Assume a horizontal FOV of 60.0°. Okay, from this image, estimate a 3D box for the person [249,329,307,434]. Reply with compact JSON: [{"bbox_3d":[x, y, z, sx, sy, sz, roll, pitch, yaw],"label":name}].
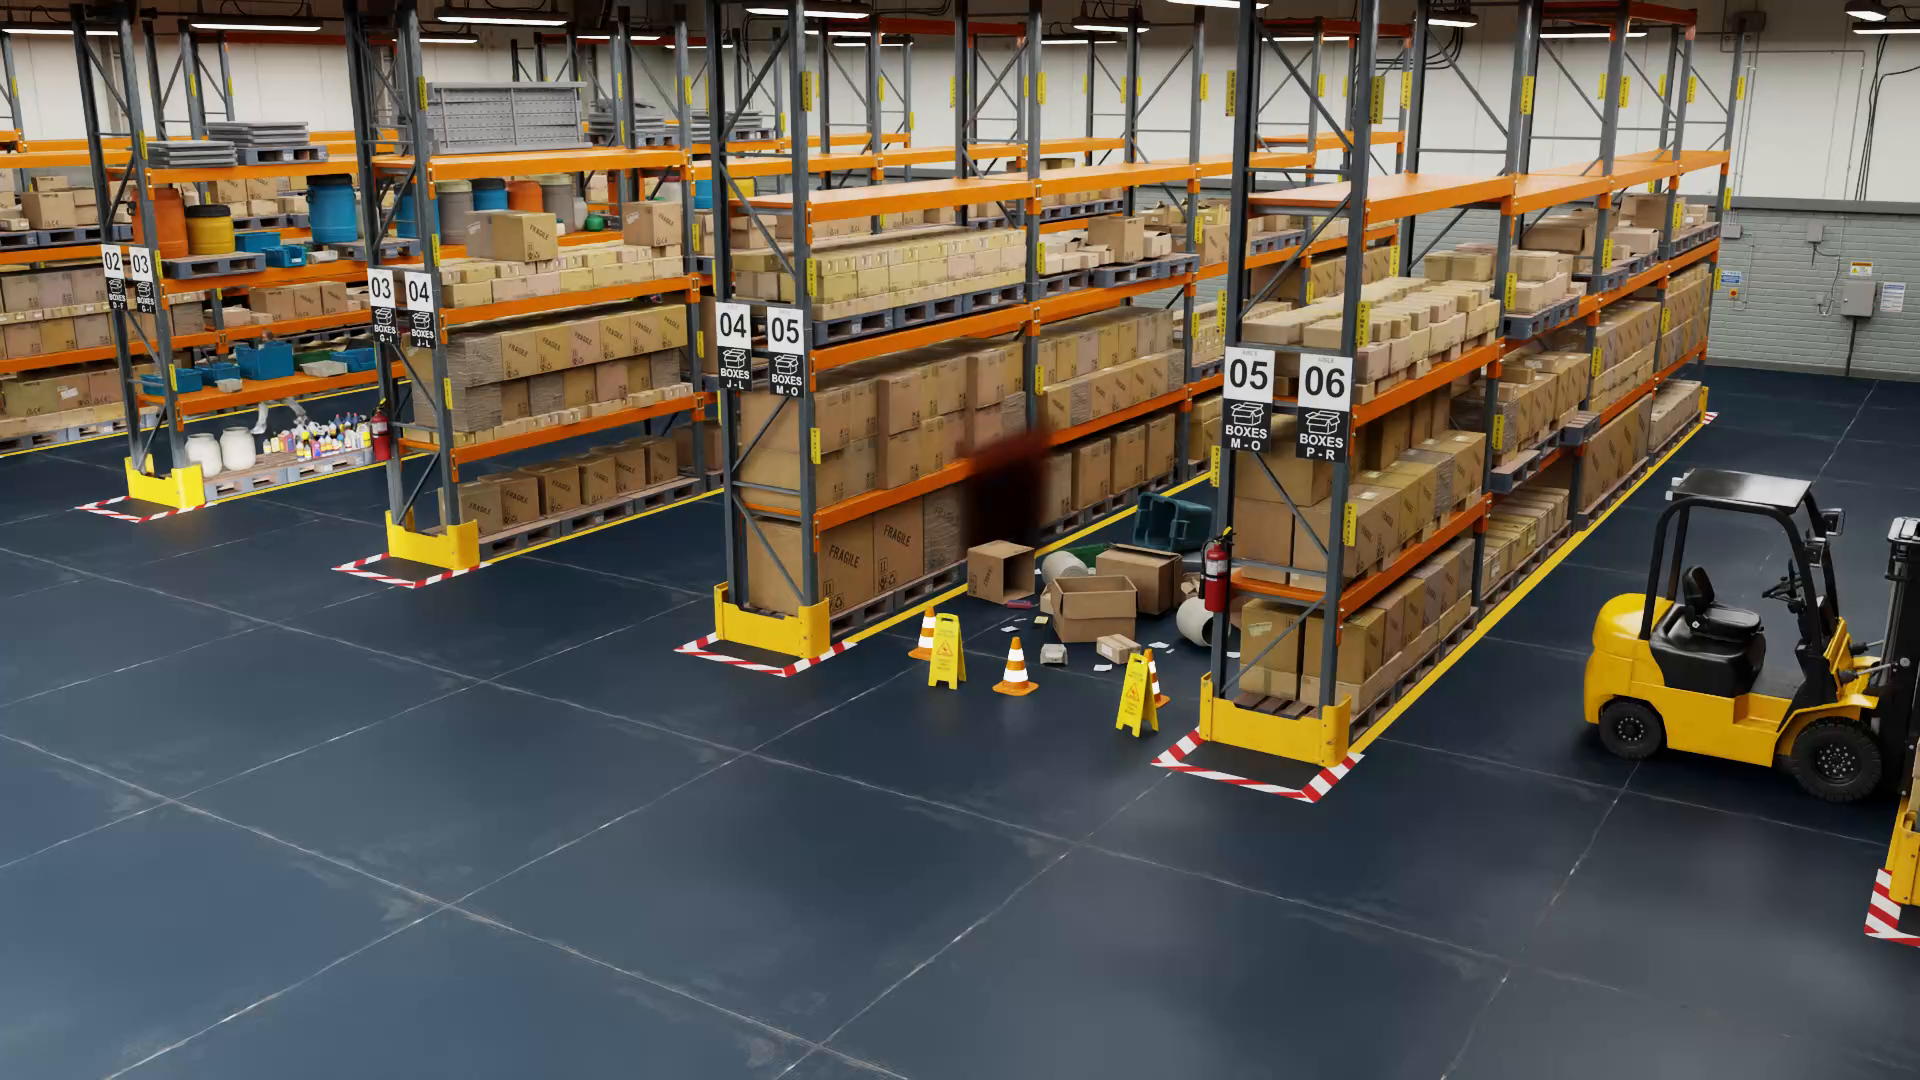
[{"bbox_3d":[-10.312,-2.405,24.928,0.530,1.535,1.009,7,17,22],"label":"person"}]
